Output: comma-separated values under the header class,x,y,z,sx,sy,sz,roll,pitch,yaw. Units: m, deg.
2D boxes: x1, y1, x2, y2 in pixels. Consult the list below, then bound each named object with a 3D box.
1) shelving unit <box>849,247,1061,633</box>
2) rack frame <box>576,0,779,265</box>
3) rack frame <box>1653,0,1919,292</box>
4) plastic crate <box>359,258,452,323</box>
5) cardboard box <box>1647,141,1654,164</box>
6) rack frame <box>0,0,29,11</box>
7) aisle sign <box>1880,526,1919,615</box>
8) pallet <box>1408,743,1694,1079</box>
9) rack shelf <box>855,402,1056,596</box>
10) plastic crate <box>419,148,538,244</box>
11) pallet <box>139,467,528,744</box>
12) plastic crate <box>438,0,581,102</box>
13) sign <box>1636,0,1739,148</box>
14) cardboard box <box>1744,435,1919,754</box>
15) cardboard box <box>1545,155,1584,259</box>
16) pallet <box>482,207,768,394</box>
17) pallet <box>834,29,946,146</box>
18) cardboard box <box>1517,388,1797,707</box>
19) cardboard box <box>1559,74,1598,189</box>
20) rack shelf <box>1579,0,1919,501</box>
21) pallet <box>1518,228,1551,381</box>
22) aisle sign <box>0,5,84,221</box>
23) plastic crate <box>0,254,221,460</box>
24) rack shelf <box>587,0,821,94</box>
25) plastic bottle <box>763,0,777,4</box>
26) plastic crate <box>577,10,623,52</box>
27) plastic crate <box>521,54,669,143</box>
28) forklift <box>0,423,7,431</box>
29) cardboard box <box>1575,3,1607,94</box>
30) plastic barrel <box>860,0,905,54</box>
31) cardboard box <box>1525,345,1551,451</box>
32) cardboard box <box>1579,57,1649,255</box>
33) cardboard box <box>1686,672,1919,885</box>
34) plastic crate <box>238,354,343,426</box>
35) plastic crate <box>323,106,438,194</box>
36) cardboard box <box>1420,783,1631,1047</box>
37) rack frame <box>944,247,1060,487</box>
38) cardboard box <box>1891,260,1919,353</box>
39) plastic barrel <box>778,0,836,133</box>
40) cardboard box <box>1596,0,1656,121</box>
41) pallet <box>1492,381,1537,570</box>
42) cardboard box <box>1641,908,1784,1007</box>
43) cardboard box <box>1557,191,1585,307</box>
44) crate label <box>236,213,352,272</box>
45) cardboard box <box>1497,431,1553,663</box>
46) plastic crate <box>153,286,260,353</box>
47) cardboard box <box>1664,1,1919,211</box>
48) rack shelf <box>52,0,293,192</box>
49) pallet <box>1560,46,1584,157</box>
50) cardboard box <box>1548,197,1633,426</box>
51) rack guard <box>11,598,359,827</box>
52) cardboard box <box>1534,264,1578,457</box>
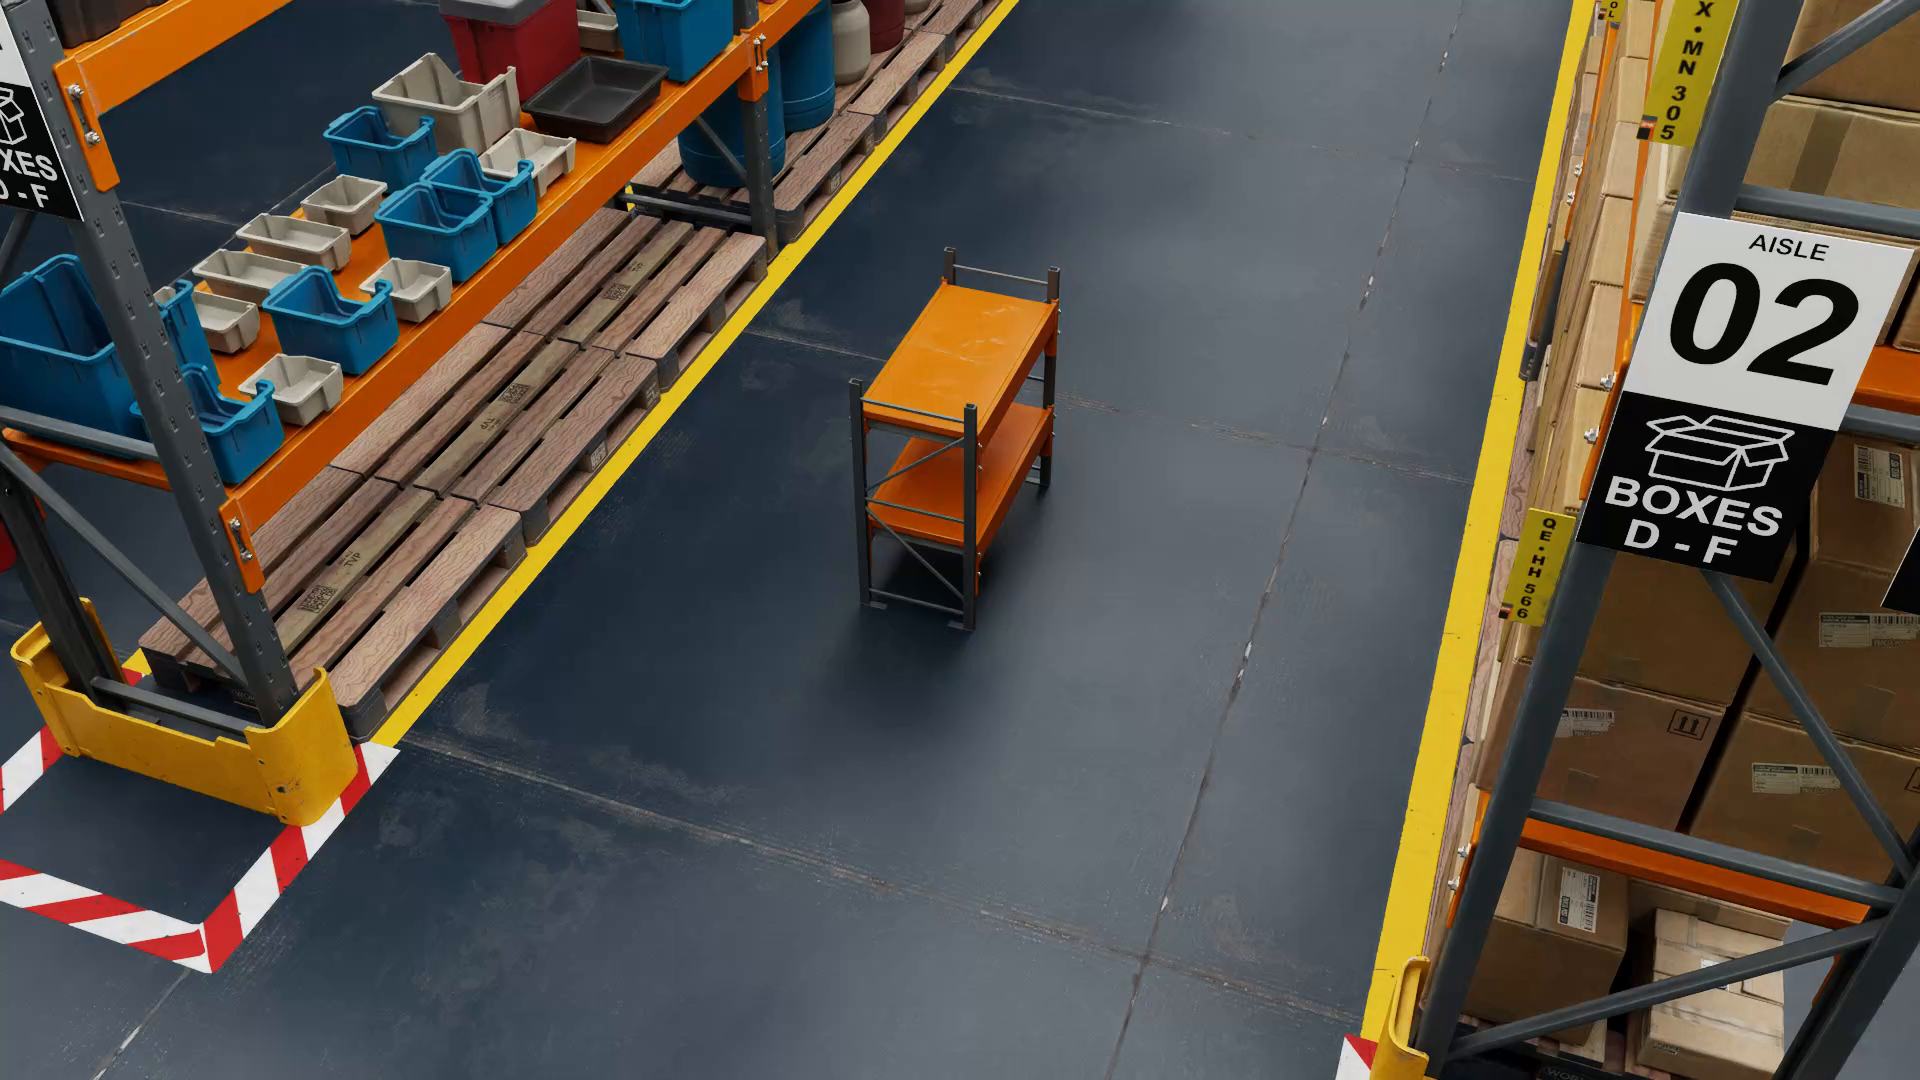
class,x,y,z,sx,sy,sz,roll,pitch,yaw
shelving unit,-0.002,-0.424,6.880,0.538,1.125,1.048,13,42,15
rack frame,-1.480,-2.780,8.197,1.000,3.000,0.127,13,42,15
rack frame,1.805,-1.521,2.099,1.000,3.000,0.127,13,42,15
plastic crate,-2.035,-0.931,6.187,0.250,0.136,0.298,13,42,15
cardboard box,1.915,-0.997,3.912,0.500,0.250,0.500,13,42,15
rack frame,-2.848,-2.622,3.390,1.000,3.000,0.127,13,42,15
aisle sign,2.058,-0.121,3.077,0.394,0.787,0.004,13,42,15
pallet,2.103,1.290,5.576,1.003,0.211,1.213,13,42,15
rack shelf,-0.002,-0.238,7.039,0.538,0.278,1.000,13,42,15
plastic crate,-1.901,-1.363,6.619,0.416,0.233,0.300,13,42,15
pallet,-2.530,0.226,6.822,1.003,0.211,1.213,13,42,15
plastic crate,-2.021,-2.338,7.584,0.402,0.464,0.583,13,42,15
sign,1.291,-0.852,2.944,0.100,0.325,0.005,13,42,15
cardboard box,2.205,0.131,3.938,0.500,0.500,0.500,15,43,16
cardboard box,3.250,-1.559,8.353,0.500,0.500,0.500,13,42,15
pallet,-1.695,-1.262,8.566,1.003,0.211,1.213,13,42,15
pallet,-0.762,-2.927,10.518,1.003,0.211,1.213,13,42,15
cardboard box,1.699,0.011,4.079,0.500,0.500,0.500,13,42,15
cardboard box,3.593,-2.175,9.075,0.500,0.500,0.500,12,42,14
rack shelf,2.489,-1.326,4.736,1.077,0.370,4.000,13,42,15
pallet,3.416,-1.122,8.402,1.003,0.211,1.213,13,42,15
aisle sign,-2.594,-1.219,4.365,0.394,0.787,0.004,13,42,15
plastic crate,-2.909,-0.622,5.594,0.616,0.435,0.499,13,42,15
rack shelf,-0.796,-3.726,9.860,1.077,0.370,4.000,13,42,15
plastic bottle,-0.954,-2.864,8.386,0.061,0.283,0.133,13,42,15
plastic crate,-1.774,-2.450,7.968,0.396,0.136,0.243,13,42,15
plastic crate,-1.611,-1.956,7.397,0.437,0.125,0.590,13,42,15
forklift,-4.948,-0.946,6.100,1.130,2.935,3.031,12,42,14
cardboard box,3.943,-2.799,9.807,0.500,0.500,0.500,12,42,14
plastic barrel,-0.650,-3.471,10.541,0.600,0.588,0.708,13,42,15
cardboard box,2.826,-0.615,7.392,0.500,0.311,0.500,13,42,15
cardboard box,2.395,-1.243,5.549,0.500,0.500,0.500,12,42,14
cardboard box,2.205,0.511,4.262,0.500,0.500,0.500,14,42,16
plastic crate,-2.267,-0.517,5.702,0.250,0.136,0.298,13,42,15
plastic crate,-2.387,-1.609,6.907,0.416,0.233,0.300,13,42,15
cardboard box,1.760,1.159,5.168,0.500,0.500,0.500,13,42,15
rack frame,0.172,-0.734,7.243,0.500,1.125,0.032,13,42,15
cardboard box,2.220,-0.579,3.422,0.500,0.250,0.500,13,42,15
plastic barrel,-1.036,-2.901,9.632,0.600,0.901,0.708,13,42,15
cardboard box,2.748,-1.872,6.285,0.500,0.500,0.500,14,43,16
pallet,2.938,-0.199,7.320,1.003,0.211,1.213,13,42,15
cardboard box,2.357,1.341,5.212,0.380,0.166,0.250,13,42,15
cardboard box,2.571,-1.153,6.213,0.500,0.500,0.500,14,42,16
crate label,-2.554,-1.149,6.443,0.396,0.136,0.243,13,42,15
cardboard box,1.877,0.073,4.777,0.500,0.500,0.500,14,42,15
plastic crate,-2.739,-0.800,6.034,0.396,0.136,0.243,13,42,15
cardboard box,1.742,-0.883,3.393,0.500,0.250,0.500,13,42,15
rack shelf,-2.164,-2.427,6.027,1.077,0.370,4.000,13,42,15
pallet,4.250,-2.610,10.147,1.003,0.211,1.213,13,42,15
cardboard box,2.044,-0.615,4.812,0.500,0.500,0.500,14,43,16
rack guard,-2.844,0.628,6.128,1.175,0.500,0.348,13,42,15
cardboard box,2.225,-0.538,5.492,0.500,0.500,0.500,13,42,14
